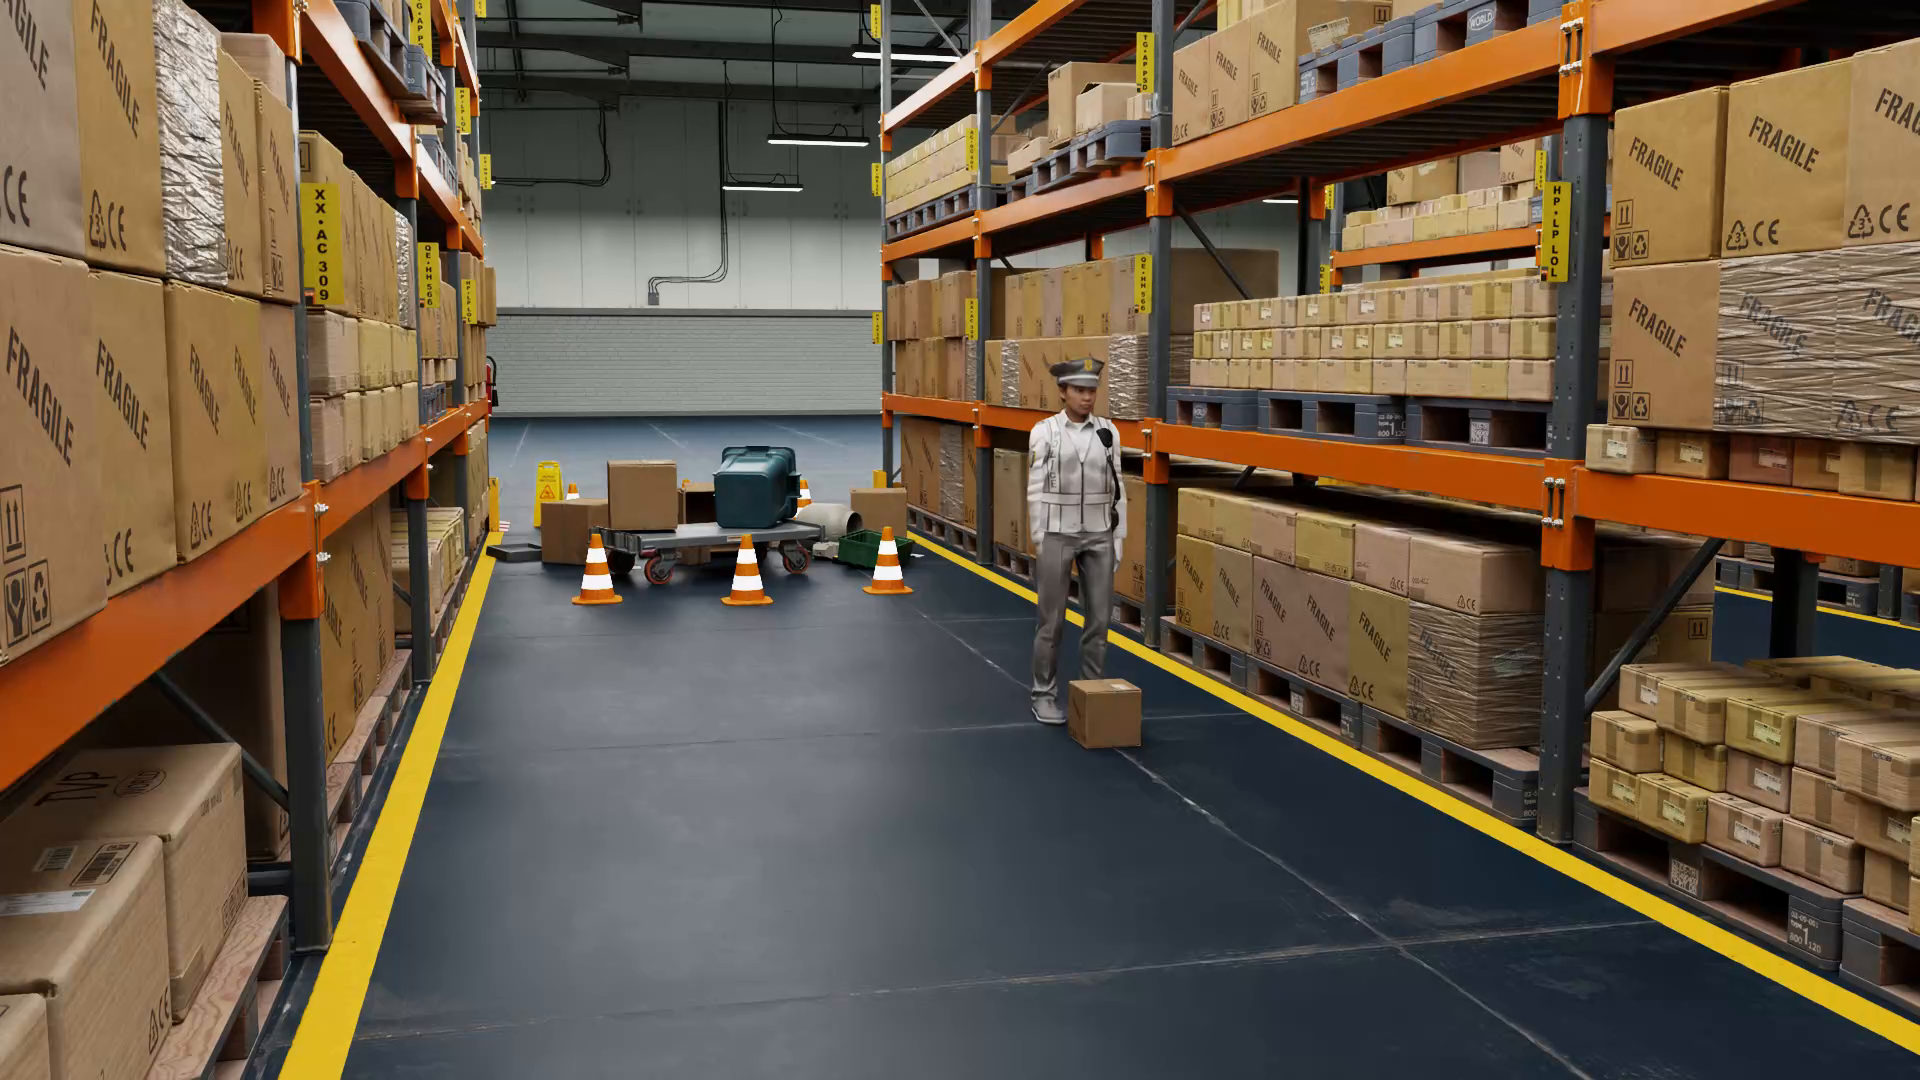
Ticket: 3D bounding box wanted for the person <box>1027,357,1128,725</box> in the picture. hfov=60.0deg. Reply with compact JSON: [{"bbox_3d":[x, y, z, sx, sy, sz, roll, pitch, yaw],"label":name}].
[{"bbox_3d":[0.545,0.003,7.625,0.466,1.673,0.333,-1,6,-12],"label":"person"}]
